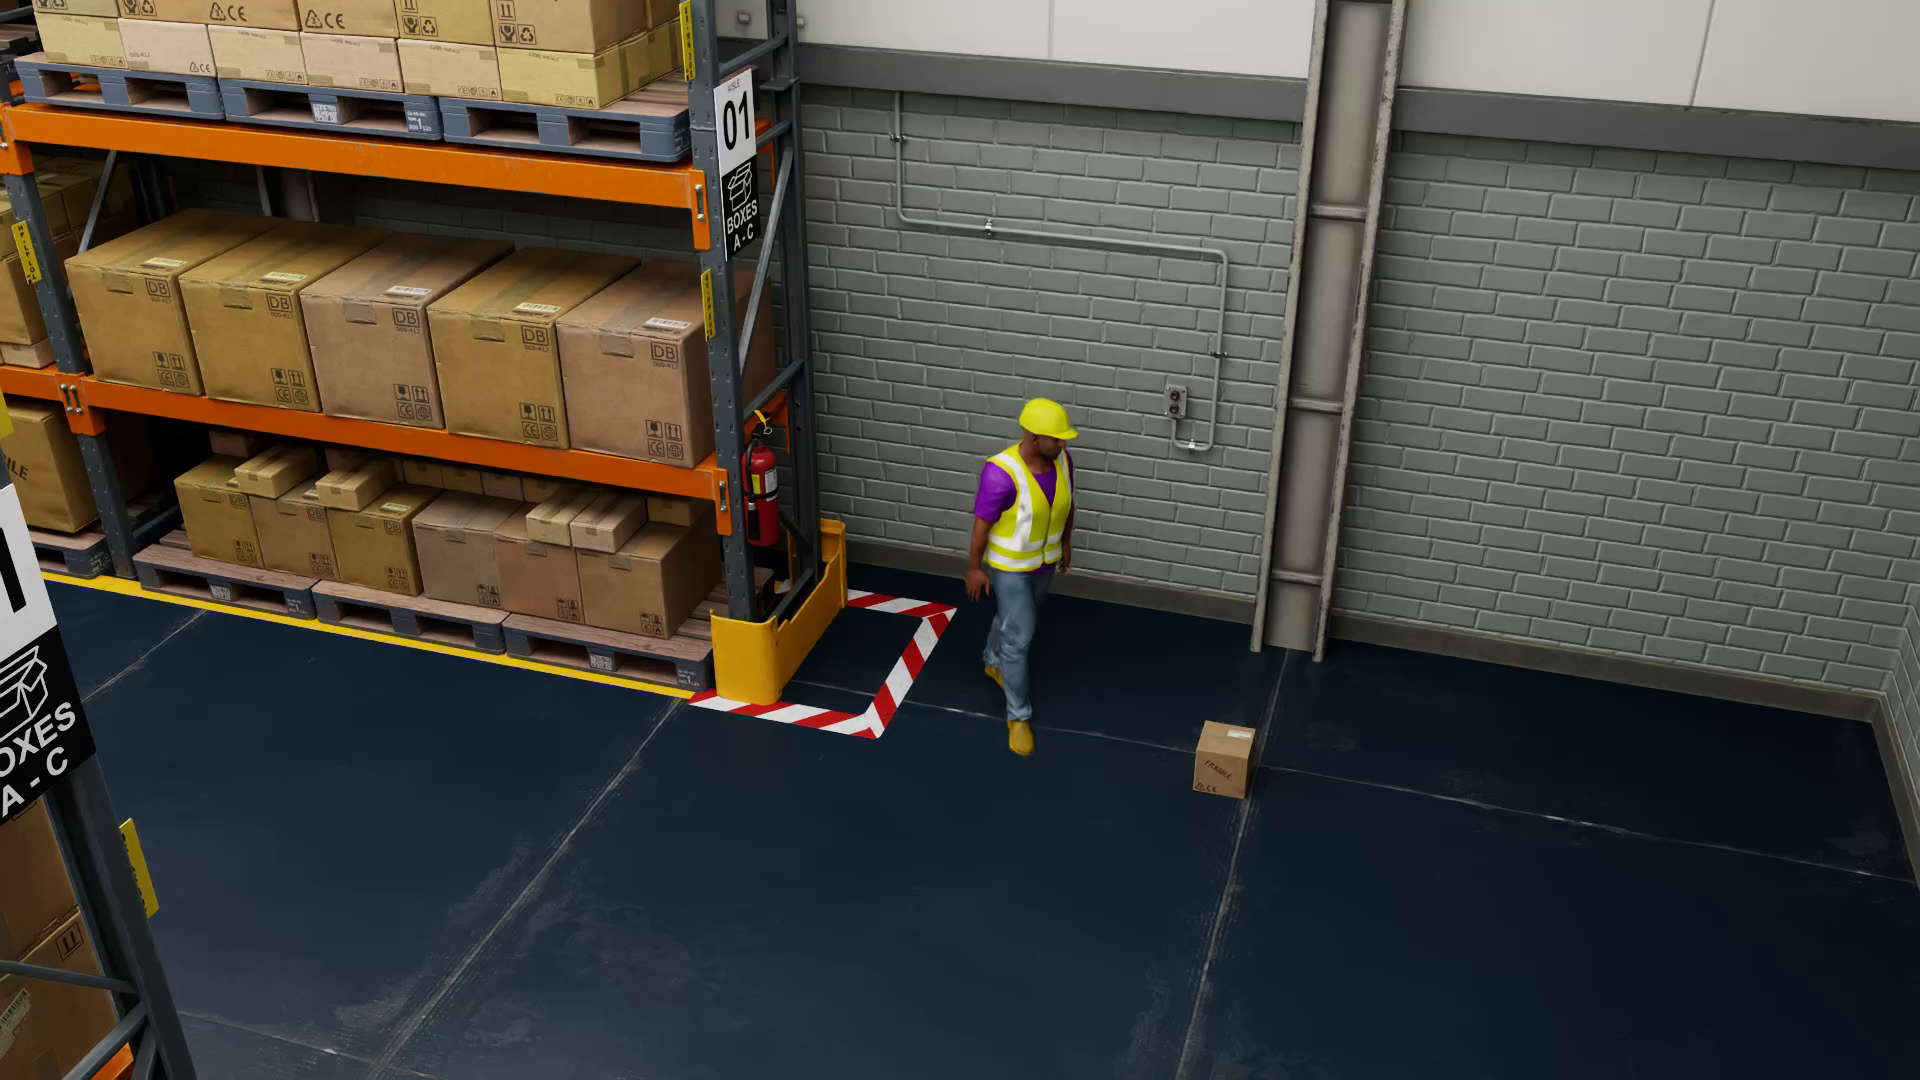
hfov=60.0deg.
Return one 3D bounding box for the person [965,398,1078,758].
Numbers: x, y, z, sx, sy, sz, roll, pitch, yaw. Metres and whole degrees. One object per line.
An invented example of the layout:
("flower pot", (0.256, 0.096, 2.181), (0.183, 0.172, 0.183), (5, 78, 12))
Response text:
("person", (0.328, 0.100, 8.310), (0.644, 1.775, 0.714), (-23, 37, -35))
